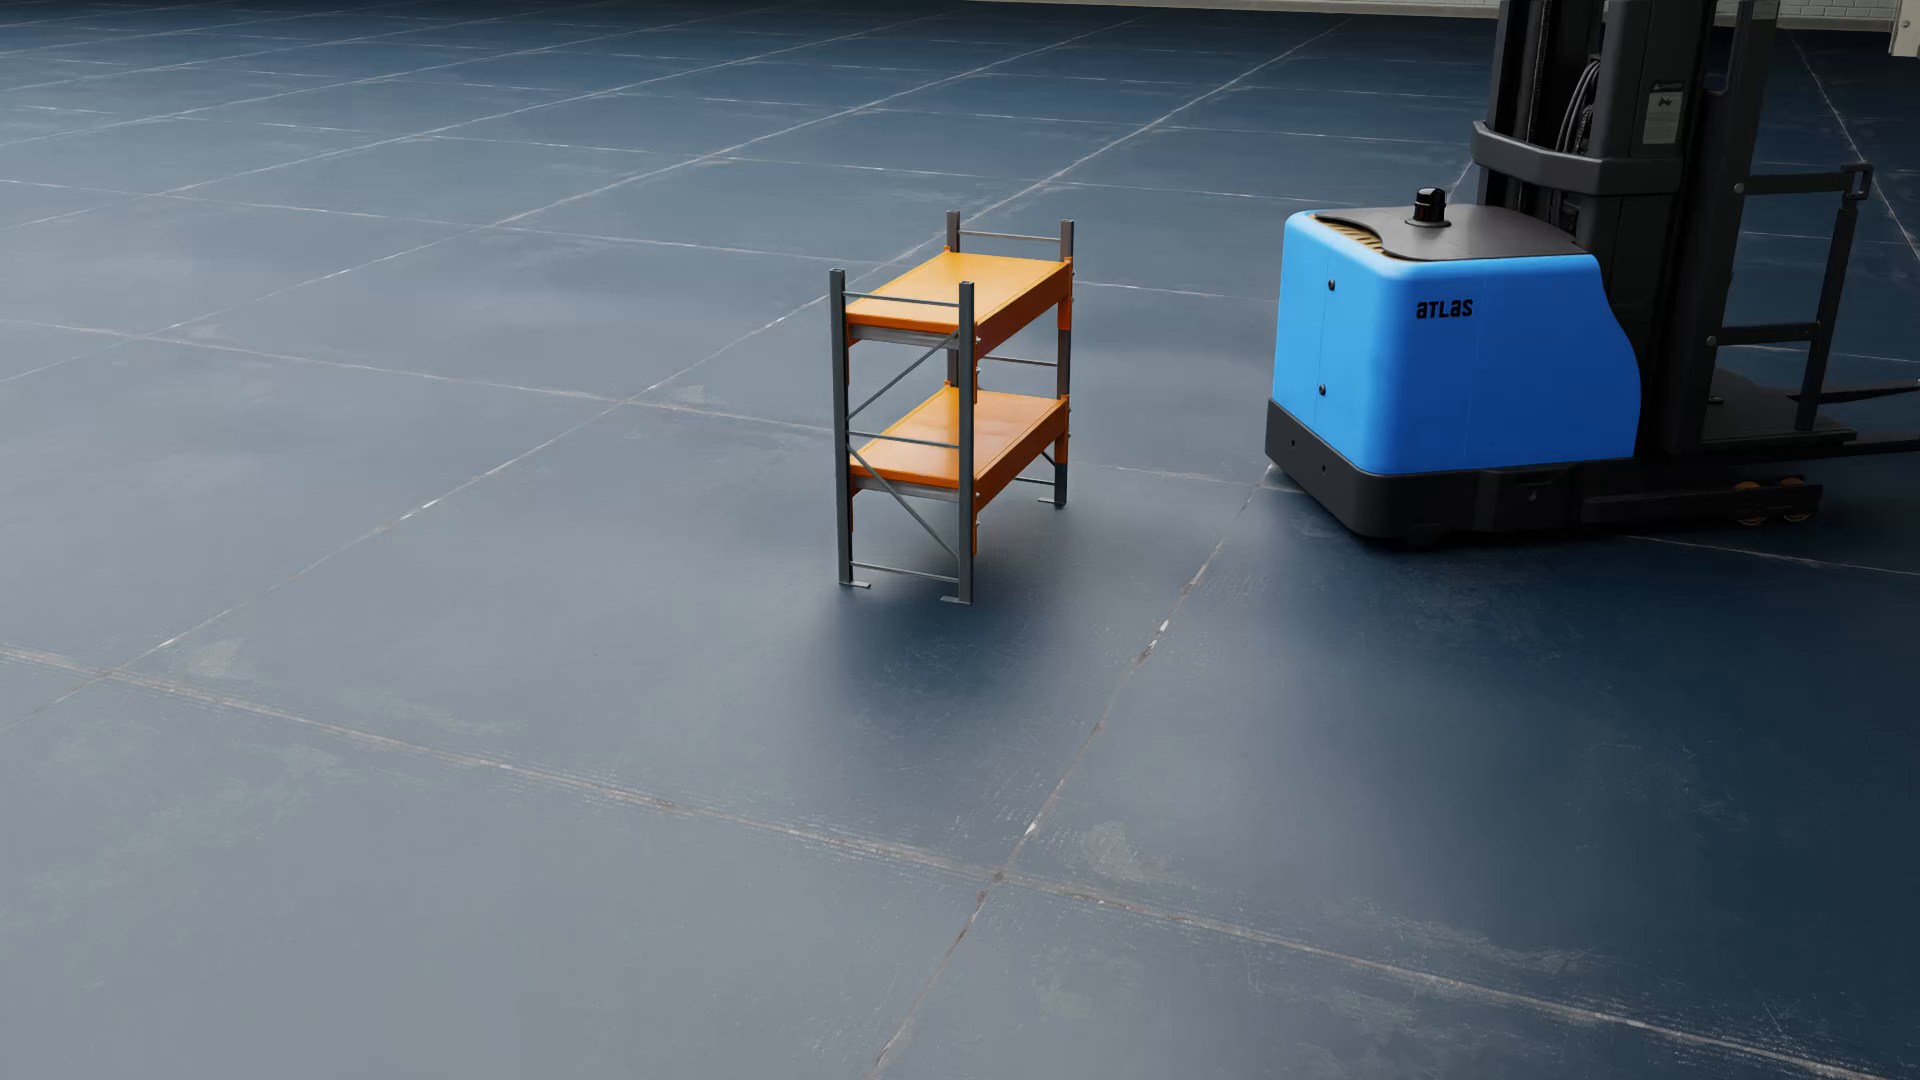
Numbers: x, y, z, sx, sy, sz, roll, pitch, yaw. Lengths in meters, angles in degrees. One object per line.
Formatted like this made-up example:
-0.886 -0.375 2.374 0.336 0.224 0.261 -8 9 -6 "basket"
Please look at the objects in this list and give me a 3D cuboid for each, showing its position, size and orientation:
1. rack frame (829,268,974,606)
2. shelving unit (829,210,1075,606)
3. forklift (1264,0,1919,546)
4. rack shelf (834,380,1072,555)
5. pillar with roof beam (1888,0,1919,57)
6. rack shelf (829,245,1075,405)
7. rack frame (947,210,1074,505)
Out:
-0.191 -0.335 5.592 0.500 1.125 0.032 9 24 20 "rack frame"
-0.003 -0.517 6.027 0.538 1.125 1.048 9 24 20 "shelving unit"
2.841 -1.602 6.283 3.031 2.935 1.130 -5 23 -11 "forklift"
-0.003 -0.291 6.122 0.538 0.278 1.000 9 24 20 "rack shelf"
7.784 -10.829 20.500 9.100 9.000 0.400 9 24 20 "pillar with roof beam"
-0.003 -0.787 5.915 0.538 0.278 1.000 9 24 20 "rack shelf"
0.186 -0.699 6.463 0.500 1.125 0.032 9 24 20 "rack frame"
